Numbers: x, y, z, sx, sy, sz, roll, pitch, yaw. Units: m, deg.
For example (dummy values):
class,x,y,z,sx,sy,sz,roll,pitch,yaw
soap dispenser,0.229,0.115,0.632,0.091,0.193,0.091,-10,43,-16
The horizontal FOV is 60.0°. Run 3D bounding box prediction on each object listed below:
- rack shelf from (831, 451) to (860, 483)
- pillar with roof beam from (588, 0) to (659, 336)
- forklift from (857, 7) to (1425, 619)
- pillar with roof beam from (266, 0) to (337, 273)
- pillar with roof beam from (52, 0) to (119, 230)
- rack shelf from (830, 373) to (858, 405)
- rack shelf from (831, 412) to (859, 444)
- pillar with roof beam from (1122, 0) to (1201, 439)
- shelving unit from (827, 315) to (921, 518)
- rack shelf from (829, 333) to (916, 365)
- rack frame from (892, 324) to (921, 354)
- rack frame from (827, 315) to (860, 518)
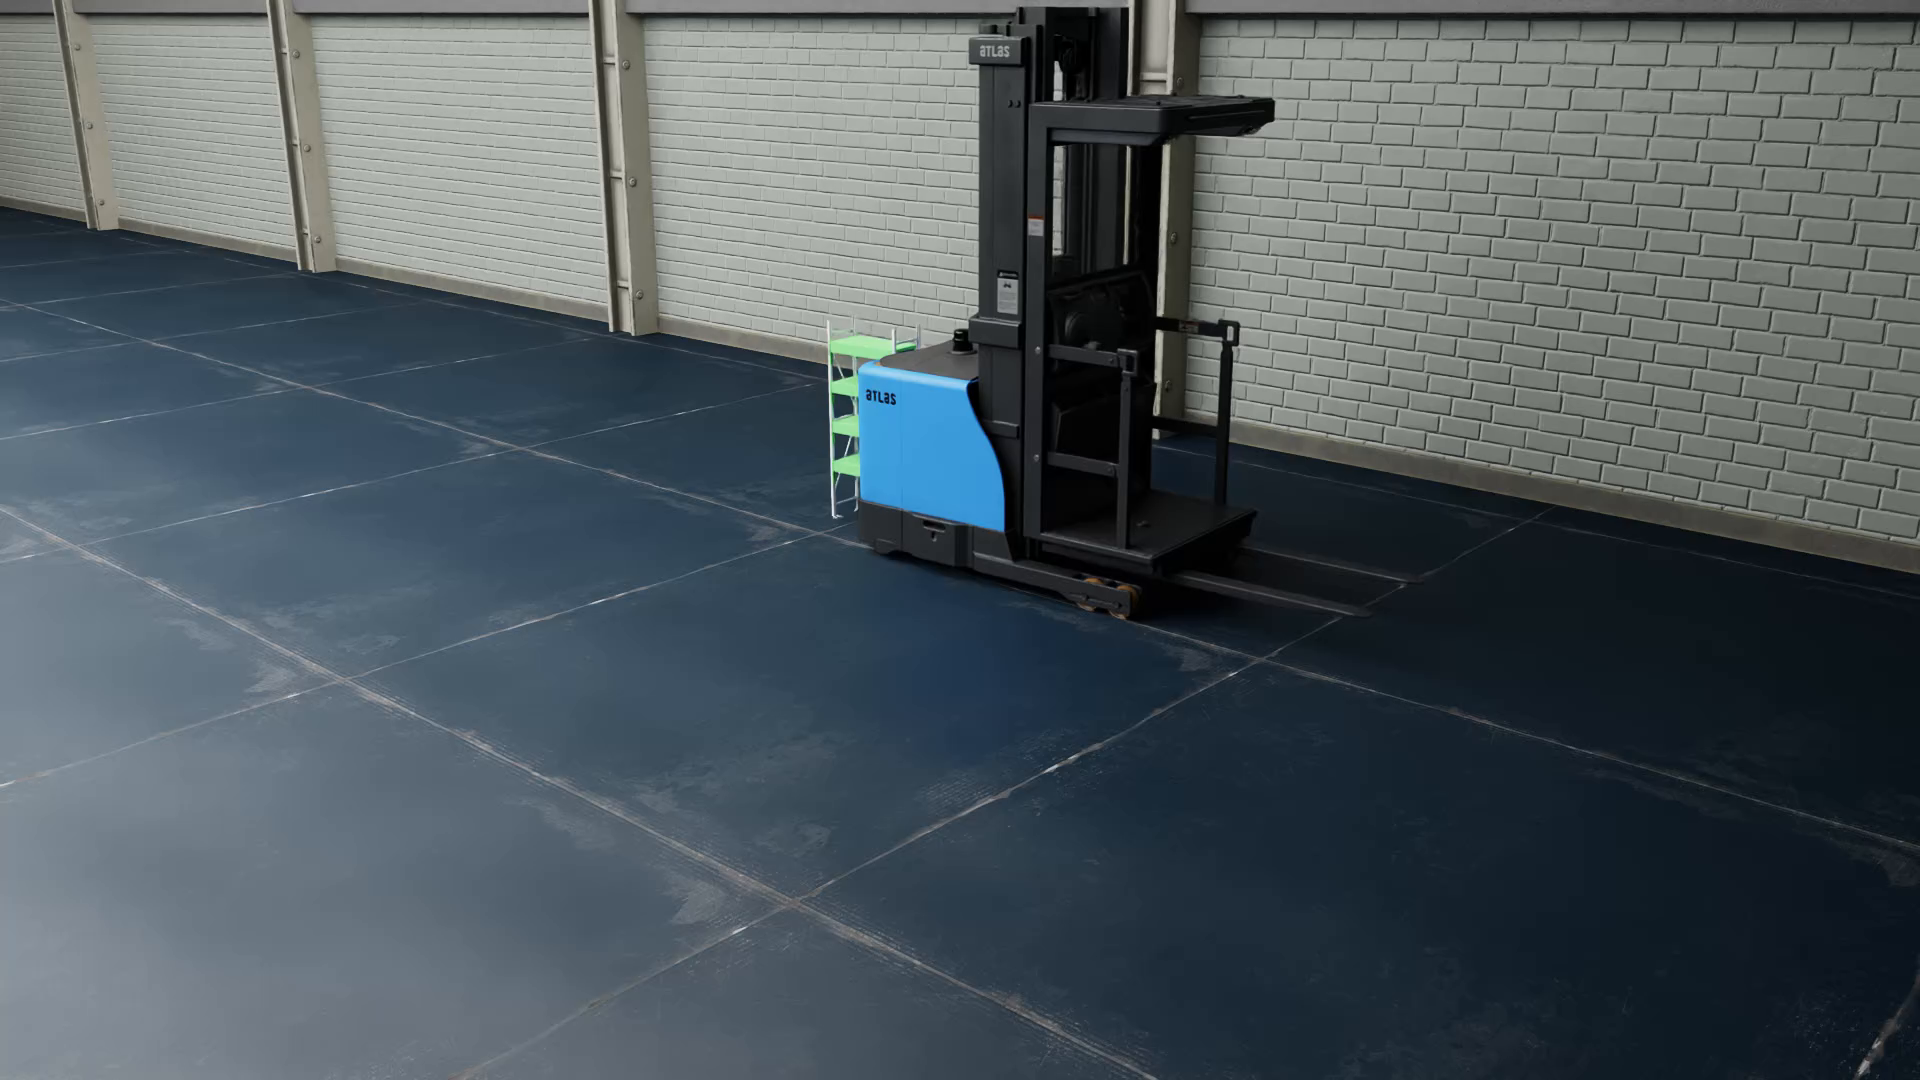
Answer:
class,x,y,z,sx,sy,sz,roll,pitch,yaw
rack shelf,-0.499,-0.397,9.883,0.480,0.148,0.258,13,22,35
pillar with roof beam,-5.966,-5.311,11.469,0.400,9.000,9.100,15,23,39
forklift,0.902,-1.182,8.492,3.031,2.935,1.130,13,22,35
pillar with roof beam,-10.454,-6.515,15.265,0.400,9.000,9.100,15,23,39
pillar with roof beam,-14.942,-7.720,19.061,0.400,9.000,9.100,15,23,39
rack shelf,-0.499,-0.854,9.738,0.480,0.148,0.258,13,22,35
rack shelf,-0.499,-0.626,9.811,0.480,0.148,0.258,13,22,35
pillar with roof beam,-1.479,-4.106,7.673,0.400,9.000,9.100,15,23,39
shelving unit,-0.499,-0.686,9.791,0.503,1.200,0.258,13,22,35
rack shelf,-0.499,-1.083,9.665,0.480,0.148,0.258,13,22,35
rack frame,-0.306,-0.642,9.650,0.015,1.200,0.240,13,22,35
rack frame,-0.693,-0.731,9.933,0.015,1.200,0.240,13,22,35
